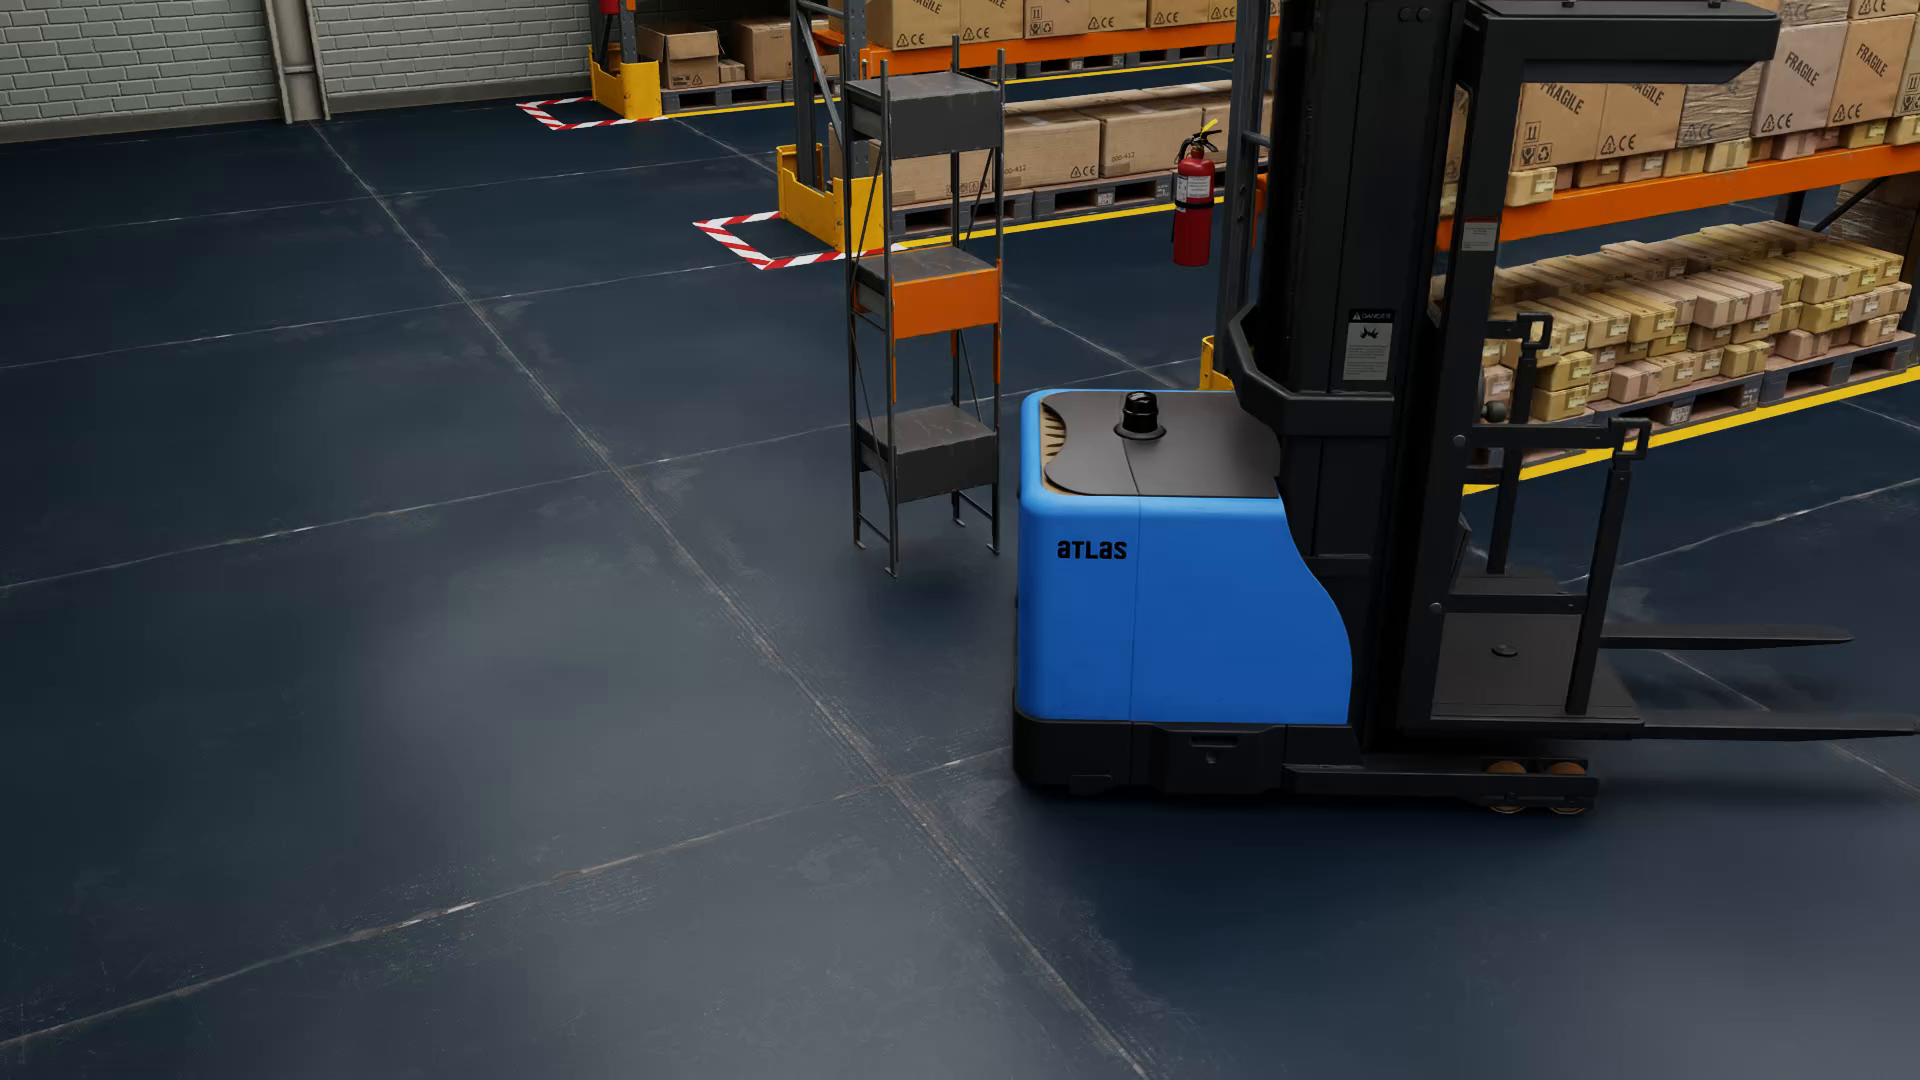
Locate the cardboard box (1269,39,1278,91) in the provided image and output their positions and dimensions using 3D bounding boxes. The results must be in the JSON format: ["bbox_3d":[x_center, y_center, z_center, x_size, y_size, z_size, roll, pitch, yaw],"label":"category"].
[{"bbox_3d":[3.142,-3.758,13.581,0.875,0.875,0.875,-12,28,-24],"label":"cardboard box"}]

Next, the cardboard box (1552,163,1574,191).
[{"bbox_3d":[2.594,-1.720,7.656,0.250,0.149,0.380,-12,28,-23],"label":"cardboard box"}]

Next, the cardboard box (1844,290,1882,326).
[{"bbox_3d":[4.690,-1.292,8.941,0.250,0.149,0.380,-14,29,-28],"label":"cardboard box"}]

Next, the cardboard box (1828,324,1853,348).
[{"bbox_3d":[4.597,-1.173,9.036,0.250,0.149,0.380,-12,28,-24],"label":"cardboard box"}]

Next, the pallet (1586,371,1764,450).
[{"bbox_3d":[3.397,-0.842,8.760,1.213,0.211,1.003,-13,29,-25],"label":"pallet"}]

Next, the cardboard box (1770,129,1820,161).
[{"bbox_3d":[4.005,-2.003,8.247,0.250,0.149,0.380,-14,29,-27],"label":"cardboard box"}]

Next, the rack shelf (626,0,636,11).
[{"bbox_3d":[-1.471,-5.533,16.139,4.000,0.370,1.077,-13,29,-25],"label":"rack shelf"}]

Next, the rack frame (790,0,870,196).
[{"bbox_3d":[-0.897,-3.555,11.188,0.127,3.000,1.000,-13,29,-25],"label":"rack frame"}]

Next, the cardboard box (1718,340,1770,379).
[{"bbox_3d":[3.952,-0.983,8.640,0.250,0.149,0.380,-13,29,-25],"label":"cardboard box"}]

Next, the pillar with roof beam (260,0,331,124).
[{"bbox_3d":[-4.013,-6.305,9.985,0.400,9.000,9.100,-13,29,-25],"label":"pillar with roof beam"}]

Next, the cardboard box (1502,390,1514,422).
[{"bbox_3d":[2.543,-0.711,8.074,0.250,0.149,0.380,-13,28,-25],"label":"cardboard box"}]

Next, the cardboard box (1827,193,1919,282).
[{"bbox_3d":[5.586,-1.809,9.955,0.500,0.500,0.500,-14,29,-26],"label":"cardboard box"}]

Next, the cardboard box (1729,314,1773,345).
[{"bbox_3d":[3.979,-1.158,8.661,0.250,0.149,0.380,-12,28,-24],"label":"cardboard box"}]

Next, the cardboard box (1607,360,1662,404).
[{"bbox_3d":[3.261,-0.827,8.316,0.250,0.149,0.380,-15,29,-28],"label":"cardboard box"}]

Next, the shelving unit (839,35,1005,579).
[{"bbox_3d":[-0.146,-0.913,6.725,0.503,2.100,0.431,-13,29,-25],"label":"shelving unit"}]

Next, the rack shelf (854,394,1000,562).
[{"bbox_3d":[-0.146,-0.270,7.034,0.480,0.518,0.431,-13,29,-25],"label":"rack shelf"}]

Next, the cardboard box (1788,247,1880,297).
[{"bbox_3d":[4.653,-1.433,8.890,0.250,0.149,0.380,-13,28,-24],"label":"cardboard box"}]

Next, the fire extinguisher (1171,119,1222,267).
[{"bbox_3d":[1.082,-1.607,7.651,0.183,0.674,0.296,-13,29,-25],"label":"fire extinguisher"}]

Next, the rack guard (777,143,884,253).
[{"bbox_3d":[-0.918,-2.423,11.719,0.348,0.500,1.175,-13,29,-25],"label":"rack guard"}]

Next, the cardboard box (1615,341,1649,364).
[{"bbox_3d":[3.234,-1.022,8.378,0.250,0.149,0.380,-11,28,-22],"label":"cardboard box"}]

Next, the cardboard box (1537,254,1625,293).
[{"bbox_3d":[3.259,-1.372,8.764,0.250,0.149,0.380,-13,28,-25],"label":"cardboard box"}]

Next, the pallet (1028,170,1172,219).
[{"bbox_3d":[0.847,-2.737,12.707,1.213,0.211,1.003,-13,29,-25],"label":"pallet"}]

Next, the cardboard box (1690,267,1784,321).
[{"bbox_3d":[3.975,-1.266,8.542,0.250,0.149,0.380,-15,29,-28],"label":"cardboard box"}]

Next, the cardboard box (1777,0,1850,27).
[{"bbox_3d":[3.852,-2.724,7.844,0.500,0.500,0.500,-12,28,-24],"label":"cardboard box"}]

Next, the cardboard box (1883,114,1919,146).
[{"bbox_3d":[4.733,-2.145,8.542,0.250,0.149,0.380,-14,29,-26],"label":"cardboard box"}]

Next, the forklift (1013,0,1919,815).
[{"bbox_3d":[1.703,-0.666,5.250,3.031,2.935,1.130,1,26,2],"label":"forklift"}]

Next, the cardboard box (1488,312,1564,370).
[{"bbox_3d":[2.613,-0.939,7.861,0.250,0.149,0.380,-13,29,-25],"label":"cardboard box"}]

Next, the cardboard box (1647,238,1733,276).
[{"bbox_3d":[3.959,-1.515,9.062,0.250,0.149,0.380,-14,29,-26],"label":"cardboard box"}]

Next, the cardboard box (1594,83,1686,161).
[{"bbox_3d":[2.946,-2.064,7.623,0.500,0.500,0.500,-13,28,-24],"label":"cardboard box"}]

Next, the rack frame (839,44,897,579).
[{"bbox_3d":[-0.361,-0.863,6.622,0.015,2.100,0.400,-13,29,-25],"label":"rack frame"}]

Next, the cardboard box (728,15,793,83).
[{"bbox_3d":[-1.879,-4.760,16.101,0.500,0.500,0.700,-12,28,-23],"label":"cardboard box"}]

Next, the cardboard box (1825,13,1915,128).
[{"bbox_3d":[4.298,-2.367,8.255,0.500,0.500,0.500,-14,29,-26],"label":"cardboard box"}]

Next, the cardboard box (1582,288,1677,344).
[{"bbox_3d":[3.296,-1.110,8.217,0.250,0.149,0.380,-13,28,-24],"label":"cardboard box"}]

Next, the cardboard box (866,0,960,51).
[{"bbox_3d":[-0.338,-3.588,11.142,0.500,0.500,0.500,-13,29,-25],"label":"cardboard box"}]

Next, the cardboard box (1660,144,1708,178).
[{"bbox_3d":[3.314,-1.850,7.927,0.250,0.149,0.380,-12,28,-23],"label":"cardboard box"}]

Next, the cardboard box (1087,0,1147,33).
[{"bbox_3d":[0.986,-3.907,11.806,0.500,0.500,0.500,-12,28,-23],"label":"cardboard box"}]

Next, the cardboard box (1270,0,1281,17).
[{"bbox_3d":[2.344,-4.222,12.463,0.500,0.500,0.500,-13,28,-25],"label":"cardboard box"}]

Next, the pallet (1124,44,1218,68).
[{"bbox_3d":[2.071,-5.438,18.332,1.213,0.211,1.003,-13,29,-25],"label":"pallet"}]

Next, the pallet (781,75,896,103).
[{"bbox_3d":[-1.391,-4.617,16.624,1.213,0.211,1.003,-13,29,-25],"label":"pallet"}]

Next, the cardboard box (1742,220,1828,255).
[{"bbox_3d":[4.650,-1.681,9.406,0.250,0.149,0.380,-12,28,-23],"label":"cardboard box"}]

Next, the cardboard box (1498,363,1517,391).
[{"bbox_3d":[2.547,-0.850,8.019,0.250,0.149,0.380,-13,28,-24],"label":"cardboard box"}]

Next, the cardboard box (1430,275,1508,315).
[{"bbox_3d":[2.545,-1.221,8.448,0.250,0.149,0.380,-14,29,-27],"label":"cardboard box"}]

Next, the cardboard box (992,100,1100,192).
[{"bbox_3d":[0.442,-2.951,12.406,0.875,0.438,0.875,-12,28,-24],"label":"cardboard box"}]
